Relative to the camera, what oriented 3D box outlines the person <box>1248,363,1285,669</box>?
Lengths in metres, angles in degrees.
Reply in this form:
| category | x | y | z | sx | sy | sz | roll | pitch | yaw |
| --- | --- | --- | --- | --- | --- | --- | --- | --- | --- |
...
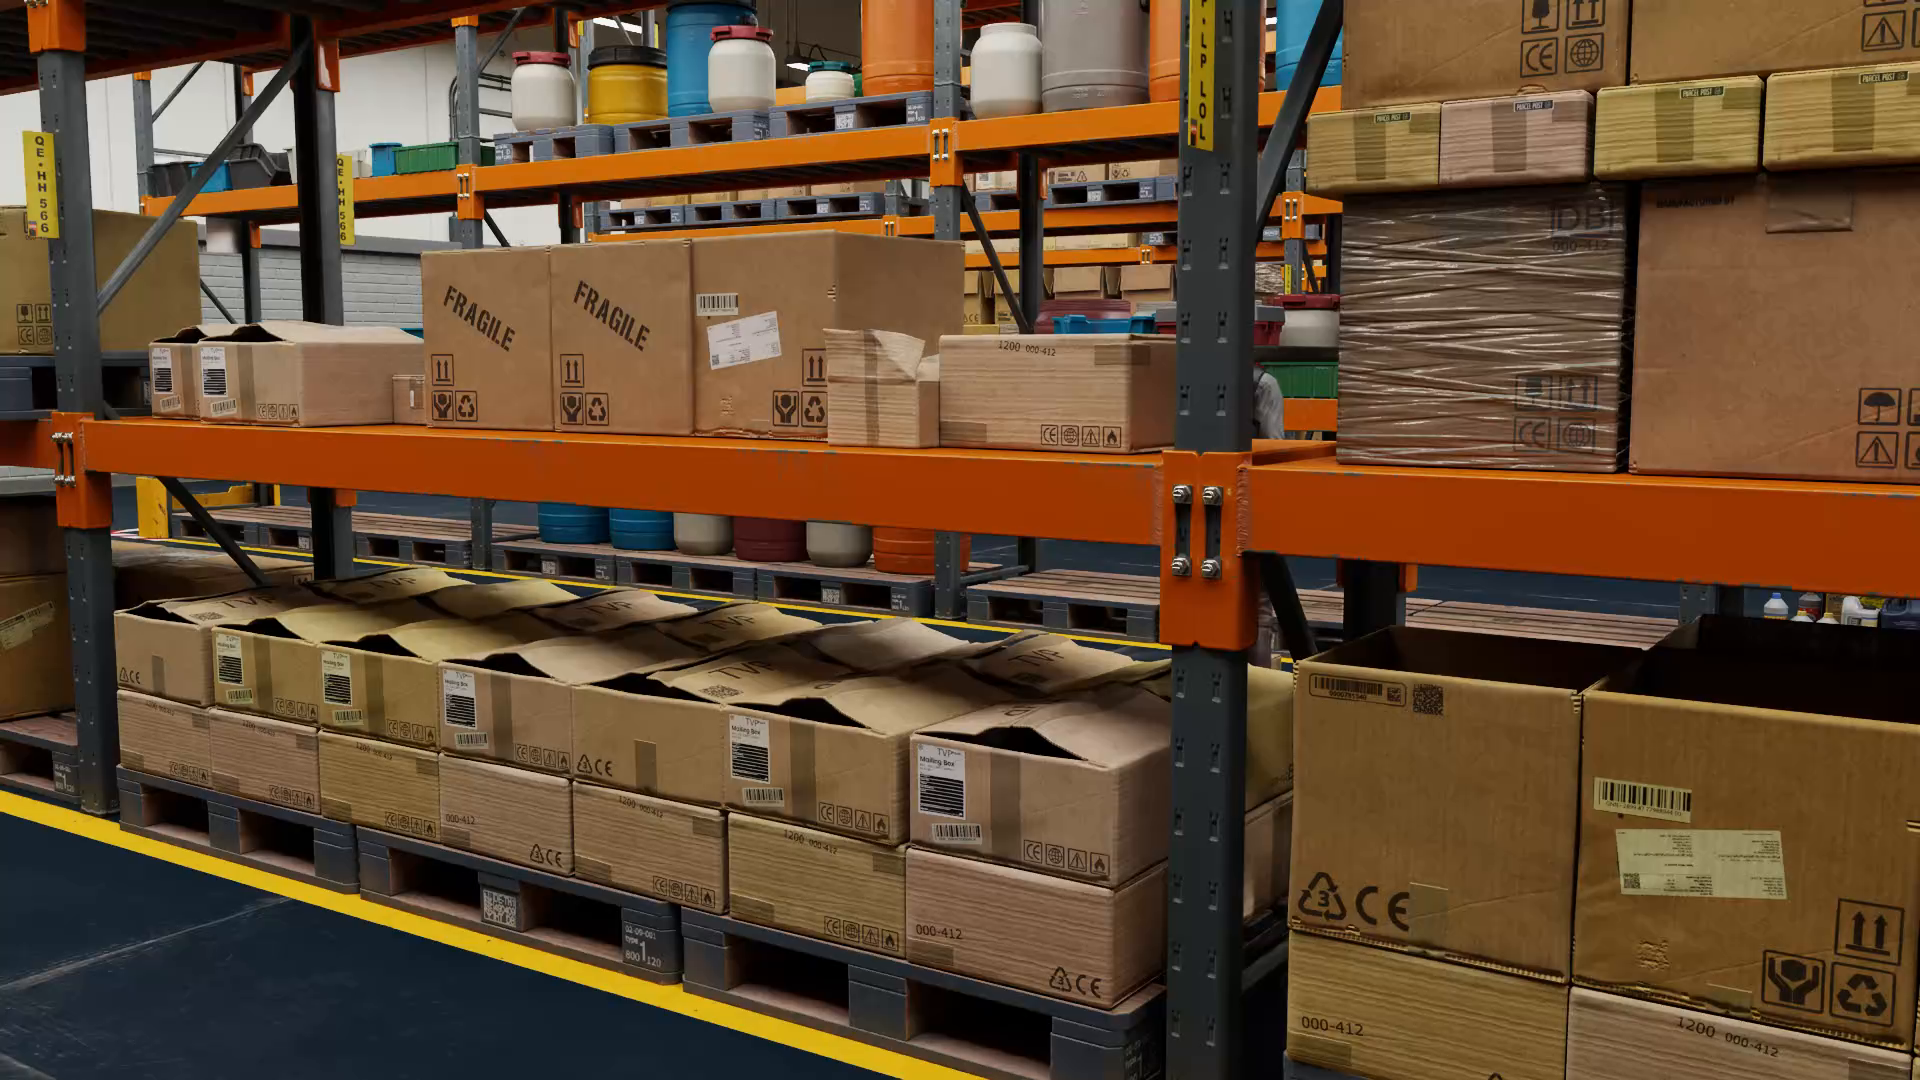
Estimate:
| category | x | y | z | sx | sy | sz | roll | pitch | yaw |
| --- | --- | --- | --- | --- | --- | --- | --- | --- | --- |
| person | 1.044 | -0.091 | 6.707 | 0.581 | 1.721 | 0.413 | 4 | 7 | 33 |
